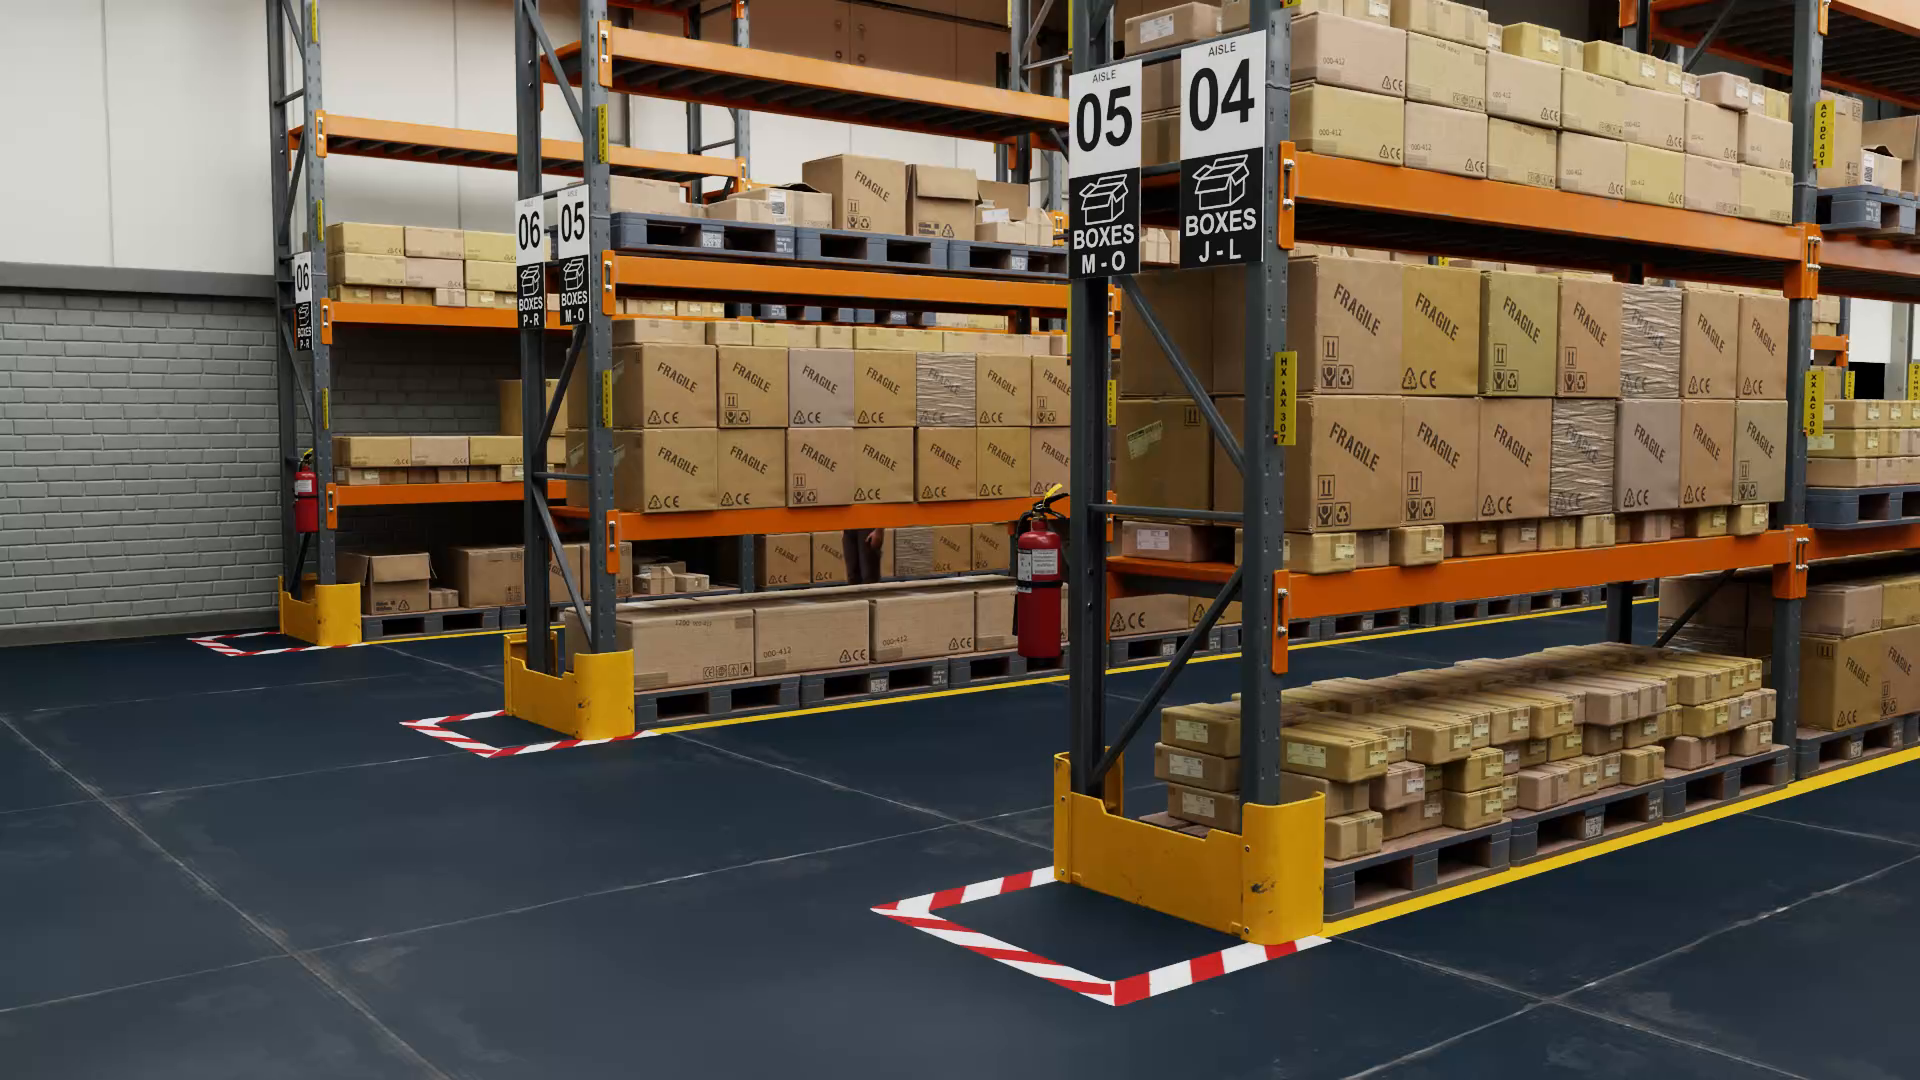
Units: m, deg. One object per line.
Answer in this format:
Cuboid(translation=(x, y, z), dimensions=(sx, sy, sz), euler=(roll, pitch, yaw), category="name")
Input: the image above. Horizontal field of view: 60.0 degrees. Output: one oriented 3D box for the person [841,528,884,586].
Cuboid(translation=(-0.849, -0.061, 14.442), dimensions=(0.346, 1.724, 0.534), euler=(-3, 5, -38), category="person")
